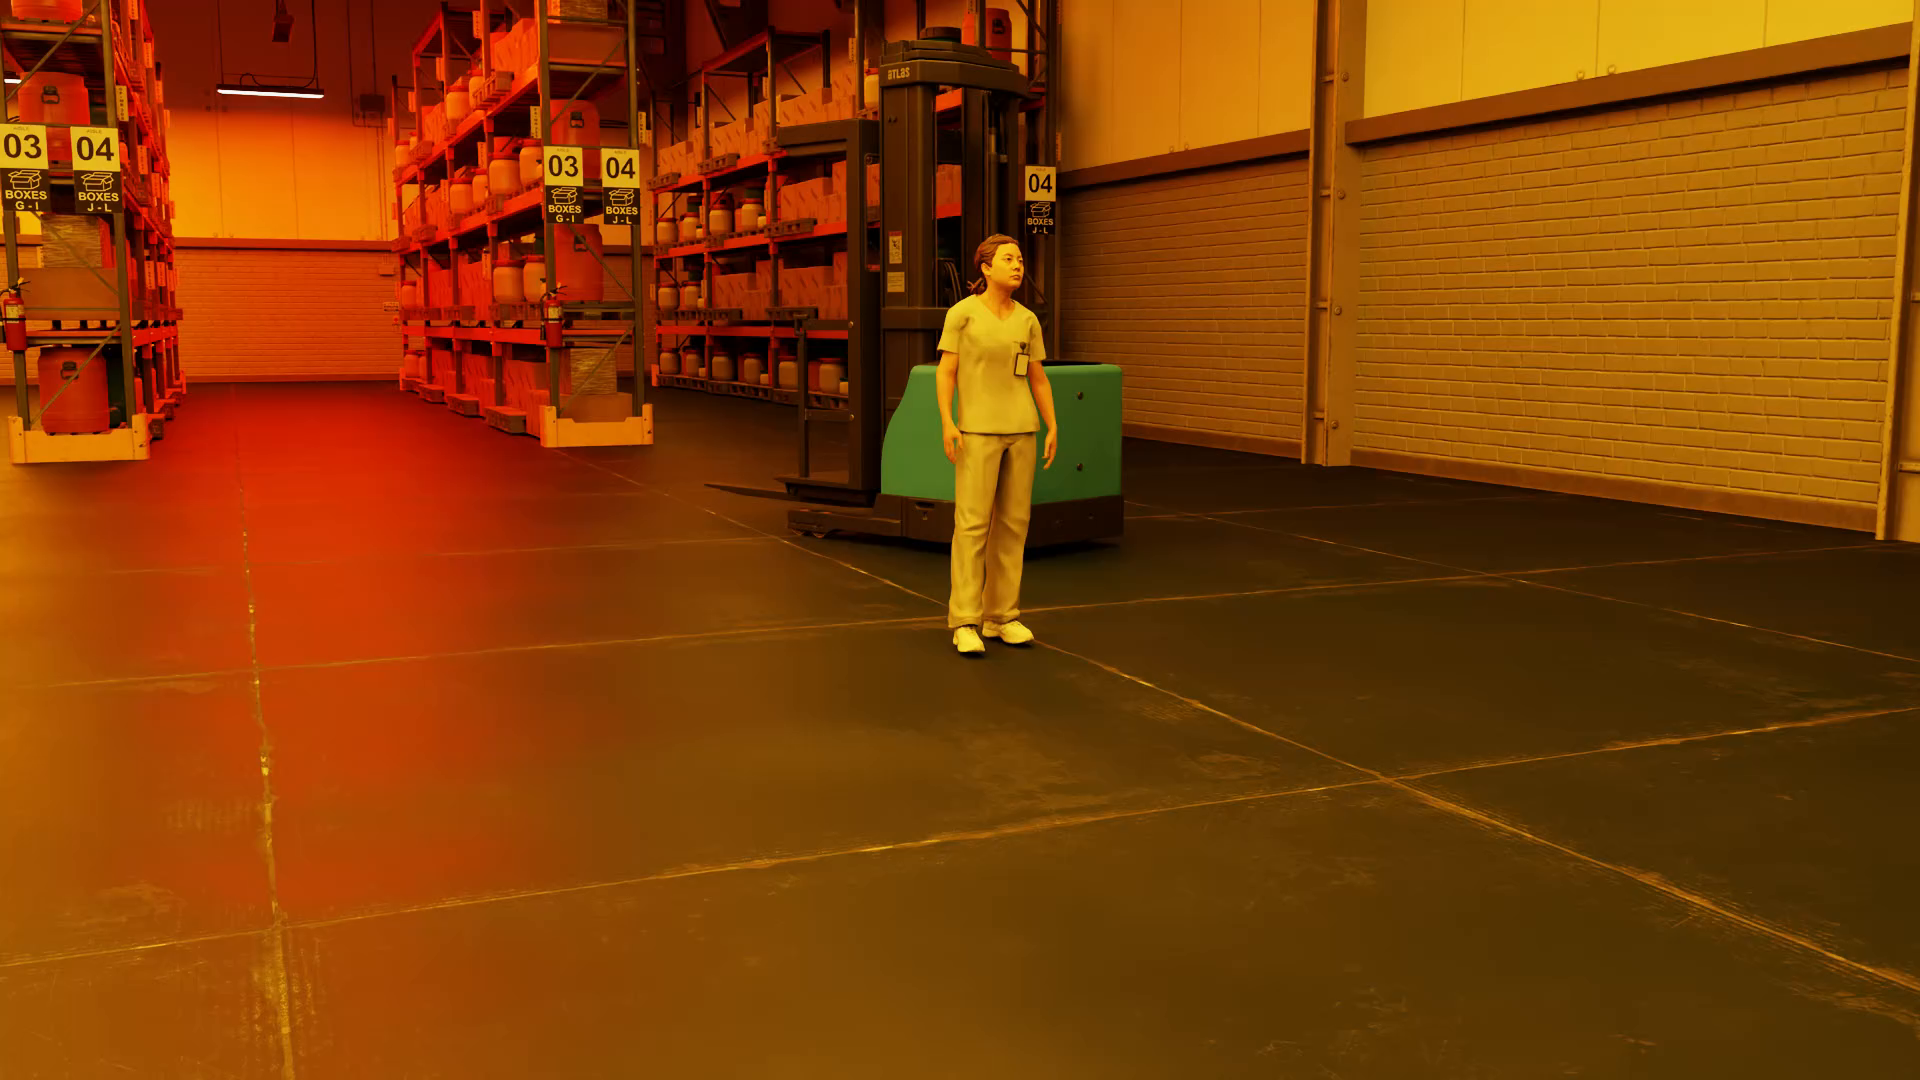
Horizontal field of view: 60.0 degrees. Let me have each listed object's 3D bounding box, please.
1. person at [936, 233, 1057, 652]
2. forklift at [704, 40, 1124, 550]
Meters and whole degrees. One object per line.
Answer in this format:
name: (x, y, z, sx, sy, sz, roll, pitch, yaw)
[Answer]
person: (0.172, -0.412, 6.813, 0.550, 1.673, 0.548, -3, 8, -24)
forklift: (-0.436, -1.509, 10.383, 3.031, 2.935, 1.130, 7, 10, 44)
